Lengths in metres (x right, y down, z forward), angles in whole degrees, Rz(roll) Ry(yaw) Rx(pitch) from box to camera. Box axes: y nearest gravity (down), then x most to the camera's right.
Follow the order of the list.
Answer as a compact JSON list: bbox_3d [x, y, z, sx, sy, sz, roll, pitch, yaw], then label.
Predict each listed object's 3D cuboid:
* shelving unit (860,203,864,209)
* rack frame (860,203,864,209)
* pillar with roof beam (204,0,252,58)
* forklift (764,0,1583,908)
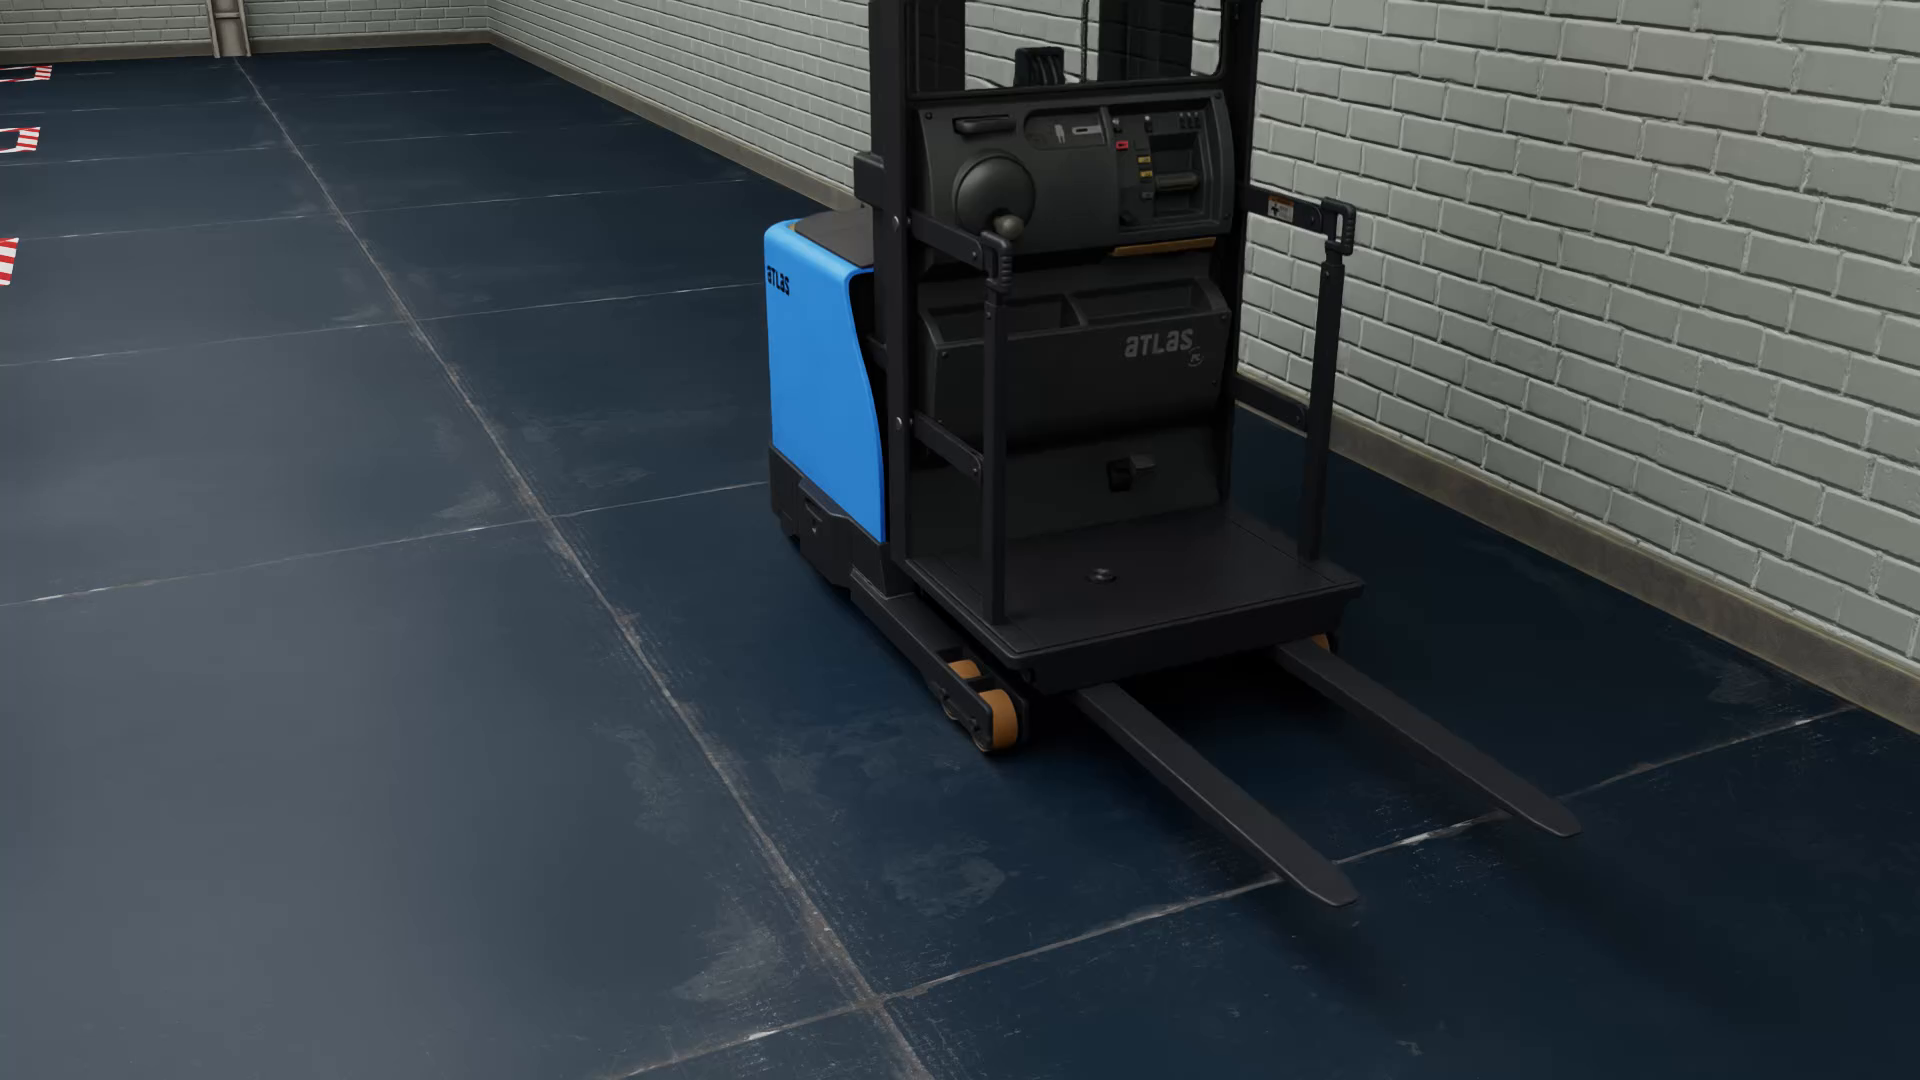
[{"bbox_3d":[-0.199,-0.695,6.057,0.252,1.050,0.215,-10,25,-23],"label":"shelving unit"},{"bbox_3d":[-0.309,-0.675,6.009,0.008,1.050,0.200,-10,25,-23],"label":"rack frame"},{"bbox_3d":[-6.628,-8.332,14.113,0.400,9.000,9.100,-10,25,-24],"label":"pillar with roof beam"},{"bbox_3d":[0.420,-0.983,4.293,1.130,2.935,3.031,-10,25,-23],"label":"forklift"}]
